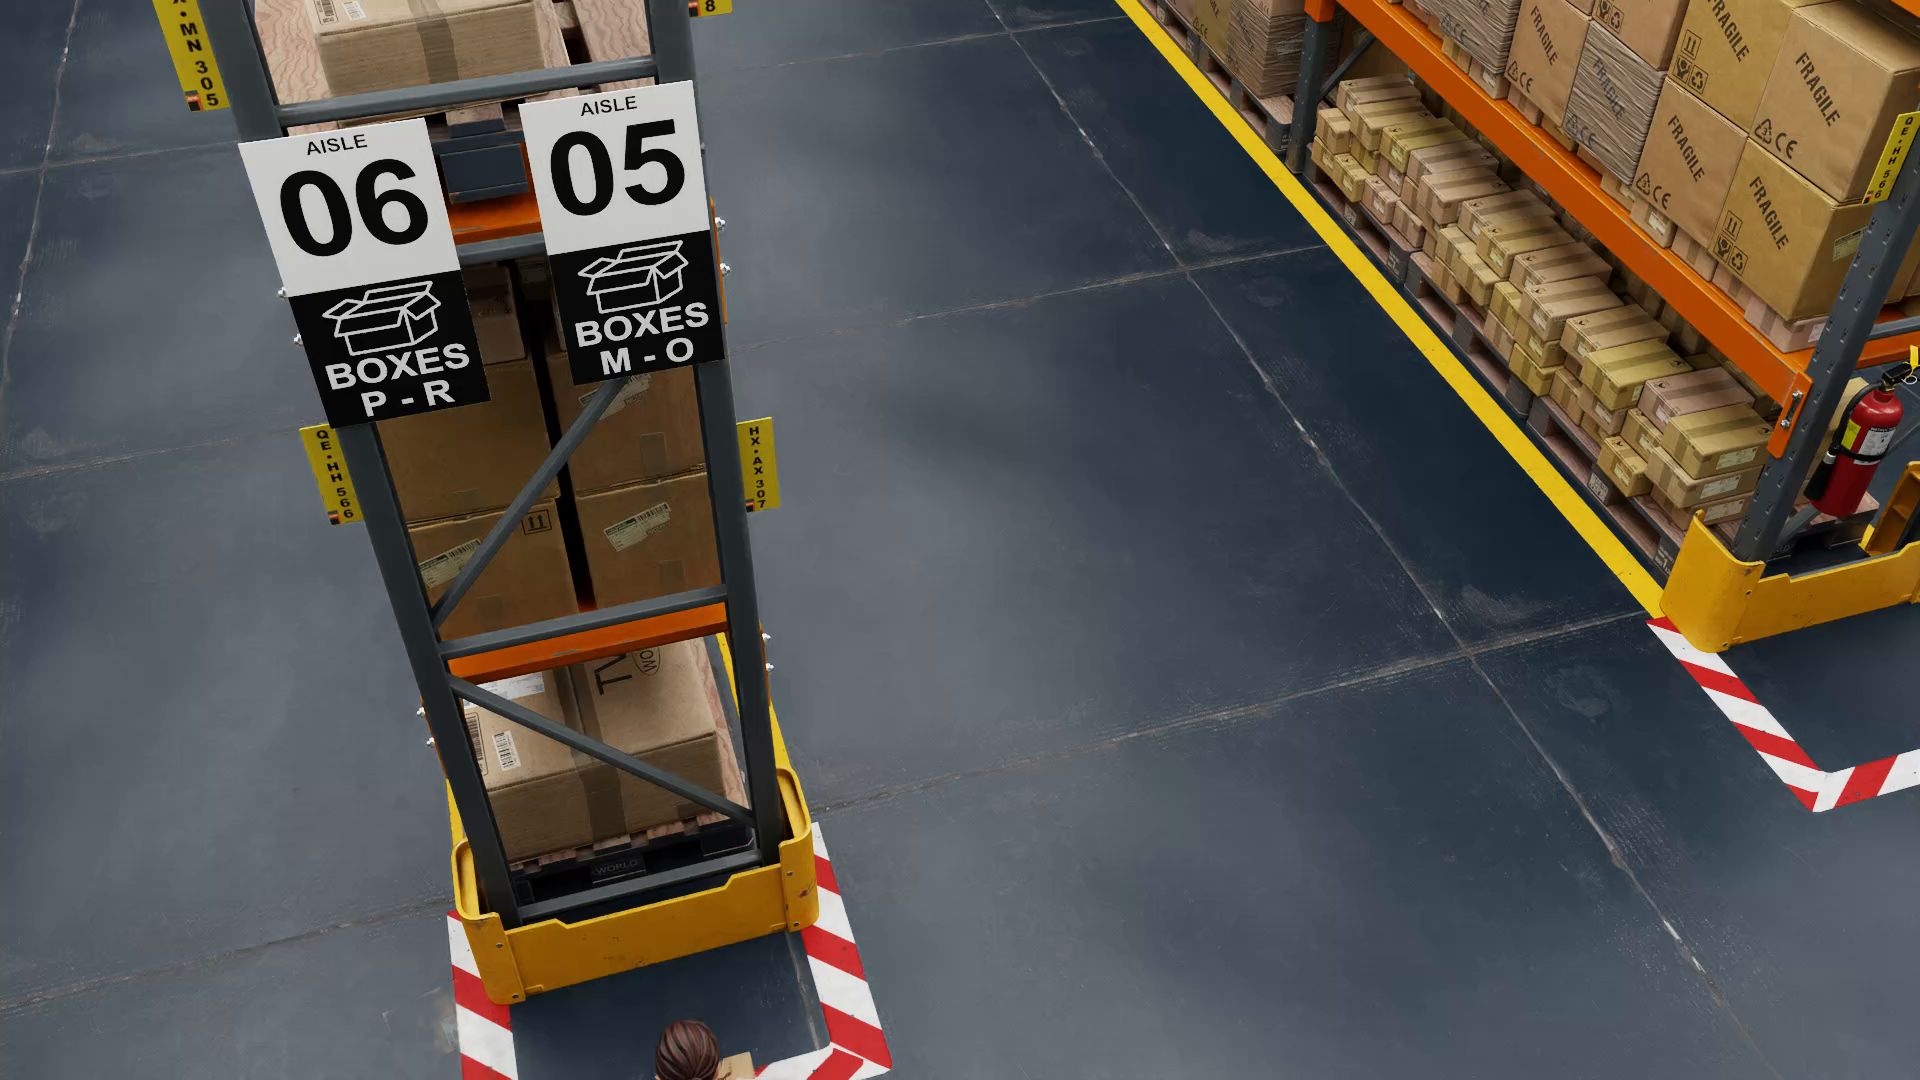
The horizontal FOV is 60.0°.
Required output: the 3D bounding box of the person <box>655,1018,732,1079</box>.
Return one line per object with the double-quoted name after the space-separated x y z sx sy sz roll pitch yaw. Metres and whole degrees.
-0.638 1.866 4.627 0.486 0.991 0.785 -12 44 -13 "person"
